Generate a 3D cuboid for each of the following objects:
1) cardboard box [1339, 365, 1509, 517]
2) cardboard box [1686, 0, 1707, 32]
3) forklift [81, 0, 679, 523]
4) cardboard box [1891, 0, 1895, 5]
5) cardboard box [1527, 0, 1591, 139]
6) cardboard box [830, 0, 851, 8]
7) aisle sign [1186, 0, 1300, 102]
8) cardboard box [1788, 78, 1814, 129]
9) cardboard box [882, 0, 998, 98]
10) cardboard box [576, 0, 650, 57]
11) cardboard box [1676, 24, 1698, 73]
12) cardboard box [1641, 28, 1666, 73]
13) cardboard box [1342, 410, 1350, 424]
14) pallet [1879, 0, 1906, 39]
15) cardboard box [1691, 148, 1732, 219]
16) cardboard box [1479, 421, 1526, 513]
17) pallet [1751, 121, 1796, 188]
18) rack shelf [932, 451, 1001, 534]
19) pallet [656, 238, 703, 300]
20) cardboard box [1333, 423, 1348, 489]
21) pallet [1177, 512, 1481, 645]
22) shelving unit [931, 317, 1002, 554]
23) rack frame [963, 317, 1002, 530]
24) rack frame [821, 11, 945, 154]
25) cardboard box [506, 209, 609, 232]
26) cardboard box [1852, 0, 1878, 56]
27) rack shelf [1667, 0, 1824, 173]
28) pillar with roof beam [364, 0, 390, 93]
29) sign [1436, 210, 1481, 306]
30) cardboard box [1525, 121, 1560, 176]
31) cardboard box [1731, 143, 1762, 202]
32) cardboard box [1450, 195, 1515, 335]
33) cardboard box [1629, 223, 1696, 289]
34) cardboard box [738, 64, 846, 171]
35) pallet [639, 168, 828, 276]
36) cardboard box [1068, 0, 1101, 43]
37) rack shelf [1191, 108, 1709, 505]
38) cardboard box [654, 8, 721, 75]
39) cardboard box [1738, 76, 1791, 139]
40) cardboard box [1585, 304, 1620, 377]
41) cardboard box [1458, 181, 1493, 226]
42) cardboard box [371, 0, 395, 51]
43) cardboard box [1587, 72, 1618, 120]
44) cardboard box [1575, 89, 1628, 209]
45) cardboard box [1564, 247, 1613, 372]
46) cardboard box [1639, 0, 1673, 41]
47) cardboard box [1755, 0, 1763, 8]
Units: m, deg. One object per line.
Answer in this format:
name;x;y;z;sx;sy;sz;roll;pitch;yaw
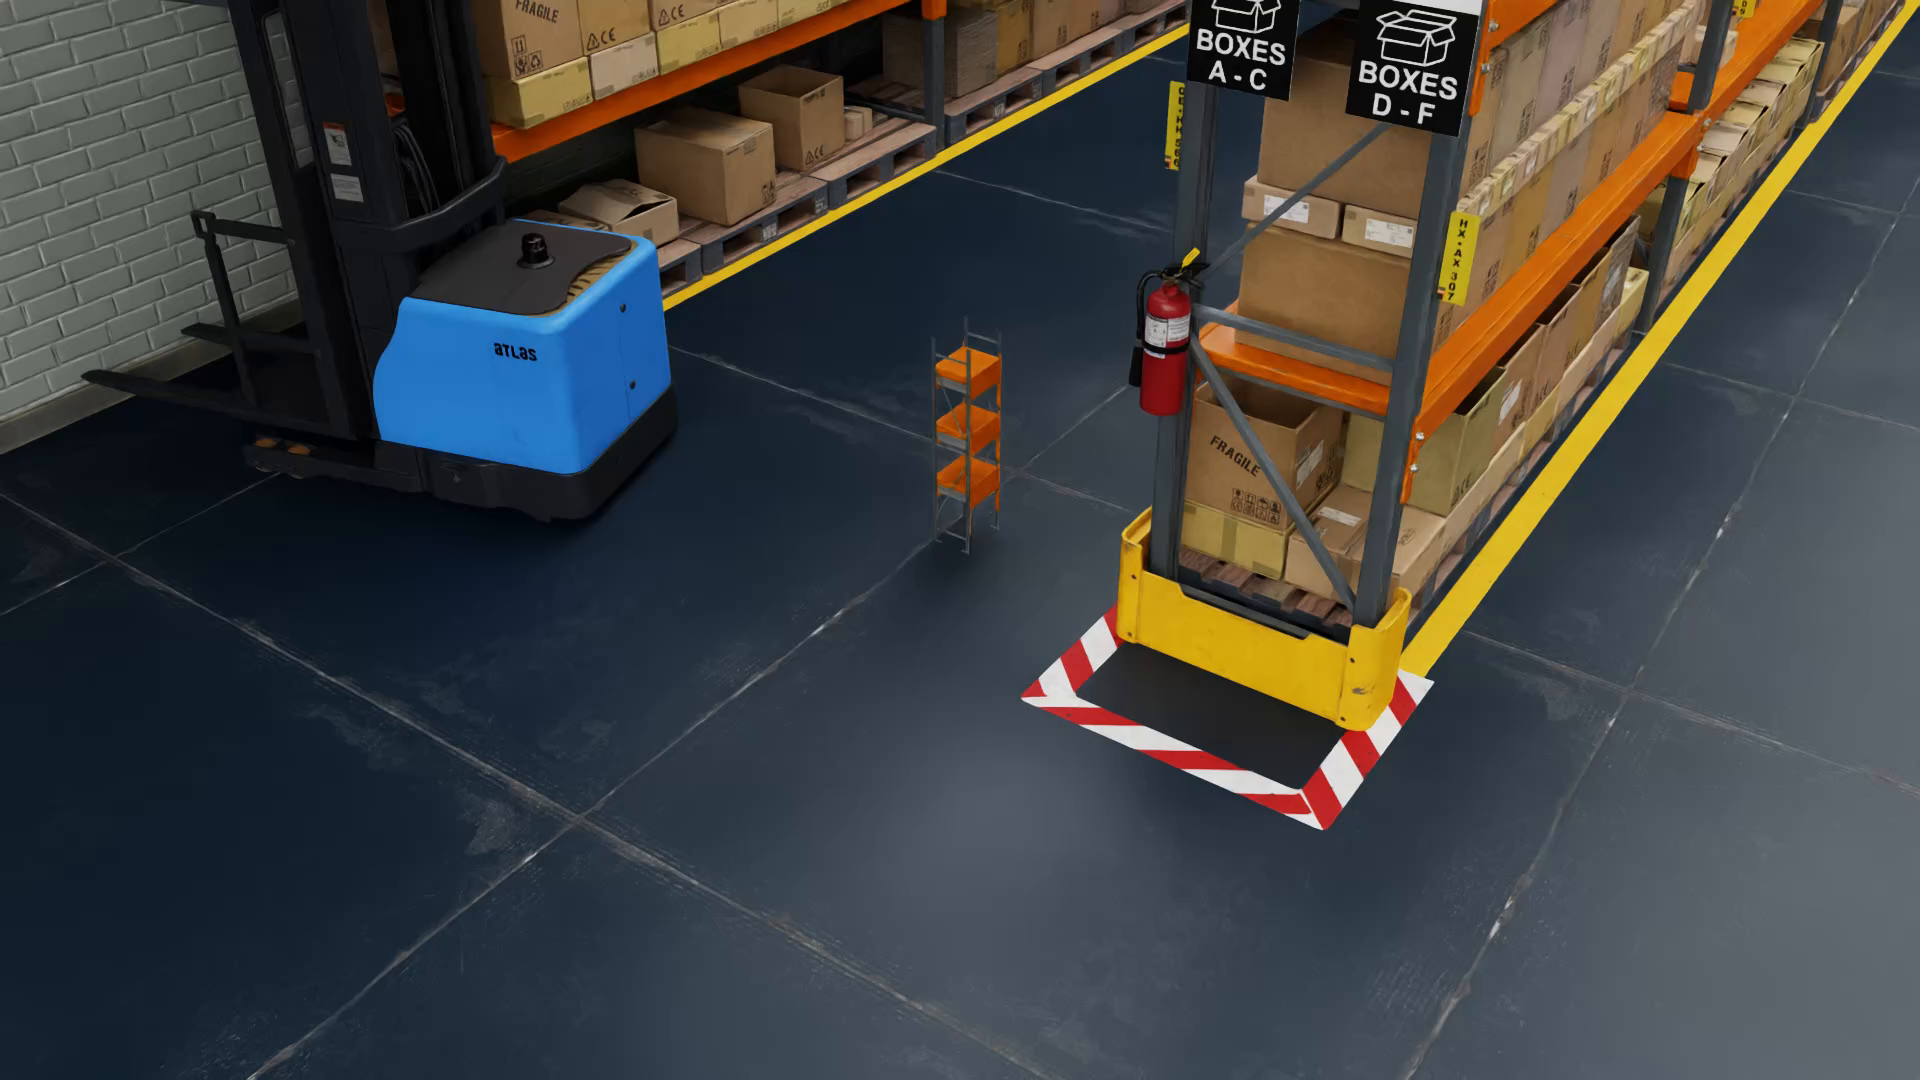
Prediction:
cardboard box;2.009;-0.494;7.213;0.500;0.500;0.500;21;39;28
cardboard box;3.538;-2.700;8.396;0.380;0.149;0.250;21;39;28
forklift;-3.013;-1.784;7.771;3.031;2.935;1.130;11;36;15
cardboard box;7.744;-4.868;14.109;0.500;0.500;0.500;21;40;28
cardboard box;2.126;-2.032;6.830;0.700;0.500;0.500;21;40;28
cardboard box;-0.866;-3.568;10.465;0.500;0.250;0.500;21;40;28
aisle sign;0.958;-1.883;5.536;0.394;0.787;0.004;21;39;28
cardboard box;5.699;-3.139;11.793;0.500;0.250;0.500;22;40;29
cardboard box;-0.148;-3.654;12.315;0.700;0.500;0.500;23;40;30
cardboard box;-2.026;-2.928;8.848;0.500;0.500;0.500;21;40;28
cardboard box;3.762;-2.761;9.290;0.500;0.250;0.500;24;41;31
cardboard box;3.100;-2.344;7.870;0.380;0.149;0.250;21;39;28
cardboard box;1.856;-0.895;7.805;0.500;0.500;0.500;21;39;28
pallet;7.646;-4.723;14.546;1.003;0.211;1.213;21;39;28
cardboard box;4.247;-2.190;9.889;0.500;0.311;0.500;21;39;28
cardboard box;2.293;-0.414;7.764;0.500;0.250;0.500;21;39;28
pallet;5.297;-2.902;11.853;1.003;0.211;1.213;21;39;28
rack shelf;0.031;-0.221;7.654;0.215;0.259;0.240;21;39;28
pallet;-2.299;-1.565;9.876;1.003;0.211;1.213;21;39;28
cardboard box;1.575;-0.352;7.673;0.500;0.250;0.500;21;39;28
pallet;1.638;0.048;7.491;1.003;0.211;1.213;21;39;28
shelving unit;0.031;-0.460;7.492;0.215;1.050;0.252;21;39;28
rack frame;0.100;-0.516;7.575;0.200;1.050;0.008;21;39;28
rack frame;-0.554;-4.164;11.229;1.000;3.000;0.127;21;39;28
cardboard box;-2.367;-1.681;9.565;0.500;0.311;0.500;17;37;23
cardboard box;6.877;-4.161;13.064;0.500;0.500;0.500;21;39;28
rack shelf;4.658;-3.205;10.455;1.077;0.370;4.000;21;39;28
pillar with roof beam;0.390;-4.031;5.678;9.100;9.000;0.400;21;39;28
sign;1.689;-0.954;5.639;0.100;0.325;0.005;21;39;28
cardboard box;2.225;-1.640;6.829;0.380;0.149;0.250;20;39;27
cardboard box;4.827;-2.432;10.749;0.500;0.250;0.500;22;40;29
cardboard box;1.809;-1.238;6.813;0.700;0.500;0.500;22;40;29
cardboard box;3.951;-1.724;9.702;0.500;0.250;0.500;20;39;27
cardboard box;-1.113;-2.820;11.081;0.500;0.500;0.500;18;38;25
pallet;-1.603;-2.124;10.703;1.003;0.211;1.213;21;39;28
cardboard box;0.710;-4.366;13.366;0.700;0.500;0.500;21;39;28
rack shelf;2.377;-1.365;7.732;1.077;0.370;4.000;21;39;28
cardboard box;-1.716;-2.868;9.430;0.500;0.250;0.500;21;39;27
cardboard box;5.121;-2.899;10.938;0.500;0.311;0.500;21;39;28
cardboard box;3.139;-1.108;8.790;0.500;0.250;0.500;21;39;28
cardboard box;1.786;-1.287;6.306;0.380;0.149;0.250;20;39;27
cardboard box;-2.741;-2.864;8.755;0.500;0.500;0.500;21;39;28
cardboard box;2.664;-1.993;7.350;0.380;0.149;0.250;23;40;30
cardboard box;2.685;-1.944;7.857;0.700;0.500;0.500;22;40;29
cardboard box;2.856;-1.188;8.239;0.500;0.500;0.500;21;39;28
cardboard box;2.983;-2.723;7.851;0.700;0.500;0.500;21;39;28
cardboard box;4.855;-3.688;10.436;0.500;0.500;0.500;19;38;26
